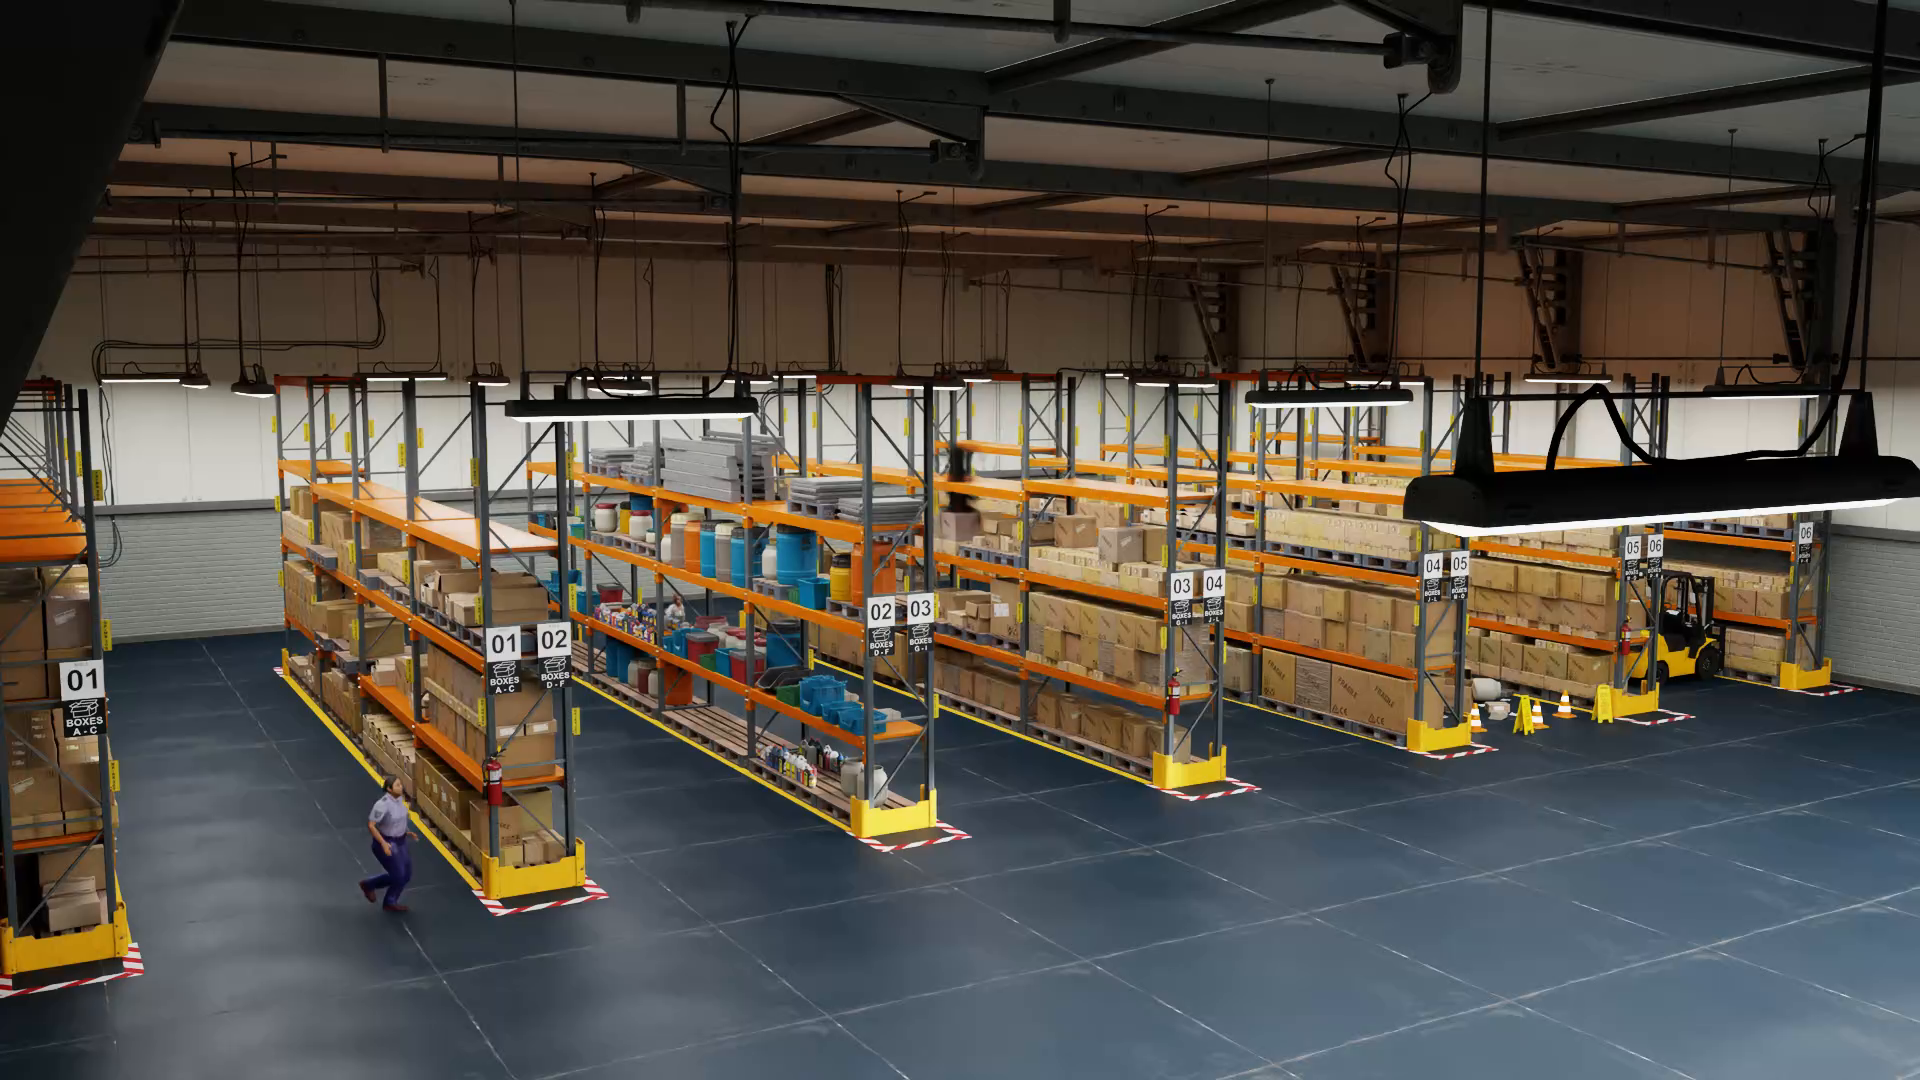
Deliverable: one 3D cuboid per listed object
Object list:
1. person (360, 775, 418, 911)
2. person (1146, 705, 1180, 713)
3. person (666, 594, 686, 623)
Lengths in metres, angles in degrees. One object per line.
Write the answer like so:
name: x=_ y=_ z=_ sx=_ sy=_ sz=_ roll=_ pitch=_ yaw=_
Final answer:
person: x=-6.538 y=3.473 z=19.019 sx=0.582 sy=1.586 sz=0.599 roll=1 pitch=6 yaw=12
person: x=3.690 y=2.241 z=29.951 sx=0.614 sy=1.663 sz=0.761 roll=0 pitch=6 yaw=-3
person: x=-5.867 y=1.849 z=34.041 sx=0.644 sy=1.552 sz=0.547 roll=6 pitch=9 yaw=43
